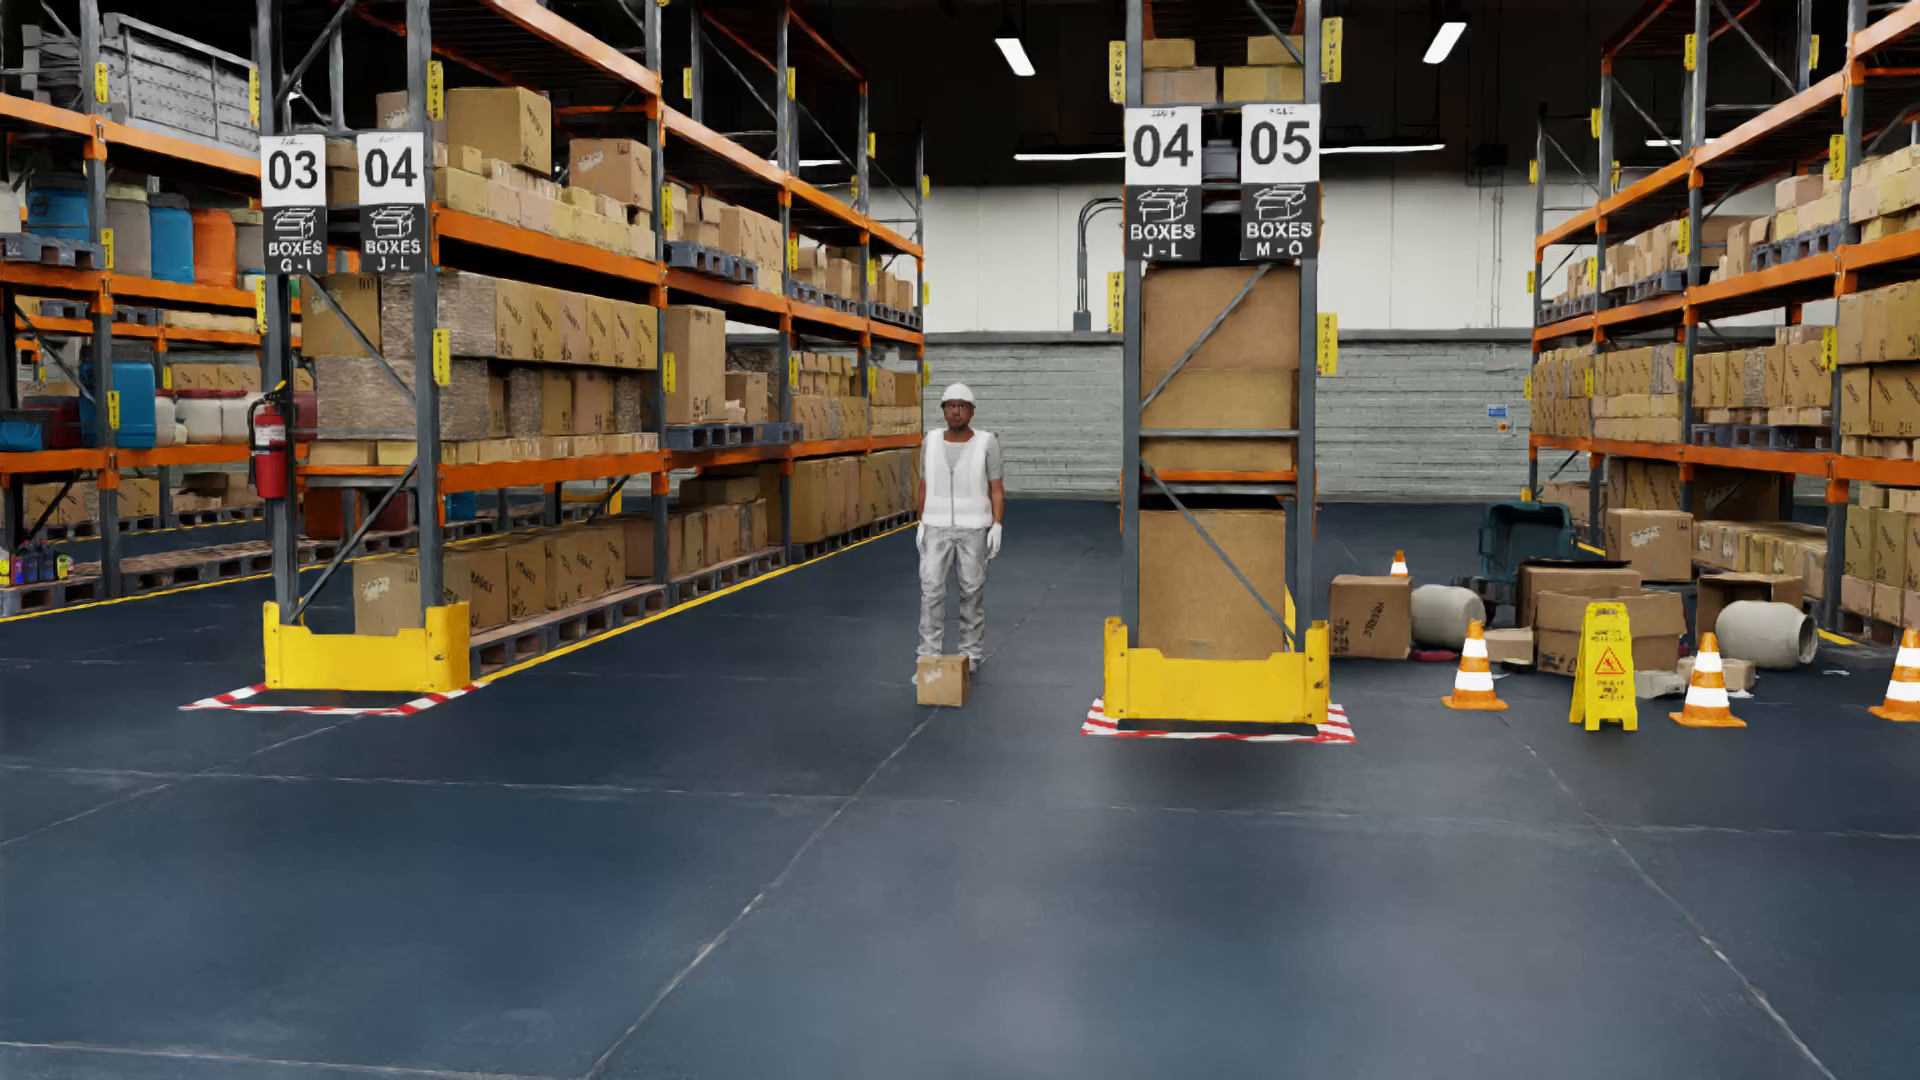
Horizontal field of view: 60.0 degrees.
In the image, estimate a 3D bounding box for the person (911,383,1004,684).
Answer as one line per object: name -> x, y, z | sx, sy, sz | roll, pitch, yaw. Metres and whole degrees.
person -> -0.015, -0.051, 10.100 | 0.560, 1.801, 0.583 | 1, 4, 8
